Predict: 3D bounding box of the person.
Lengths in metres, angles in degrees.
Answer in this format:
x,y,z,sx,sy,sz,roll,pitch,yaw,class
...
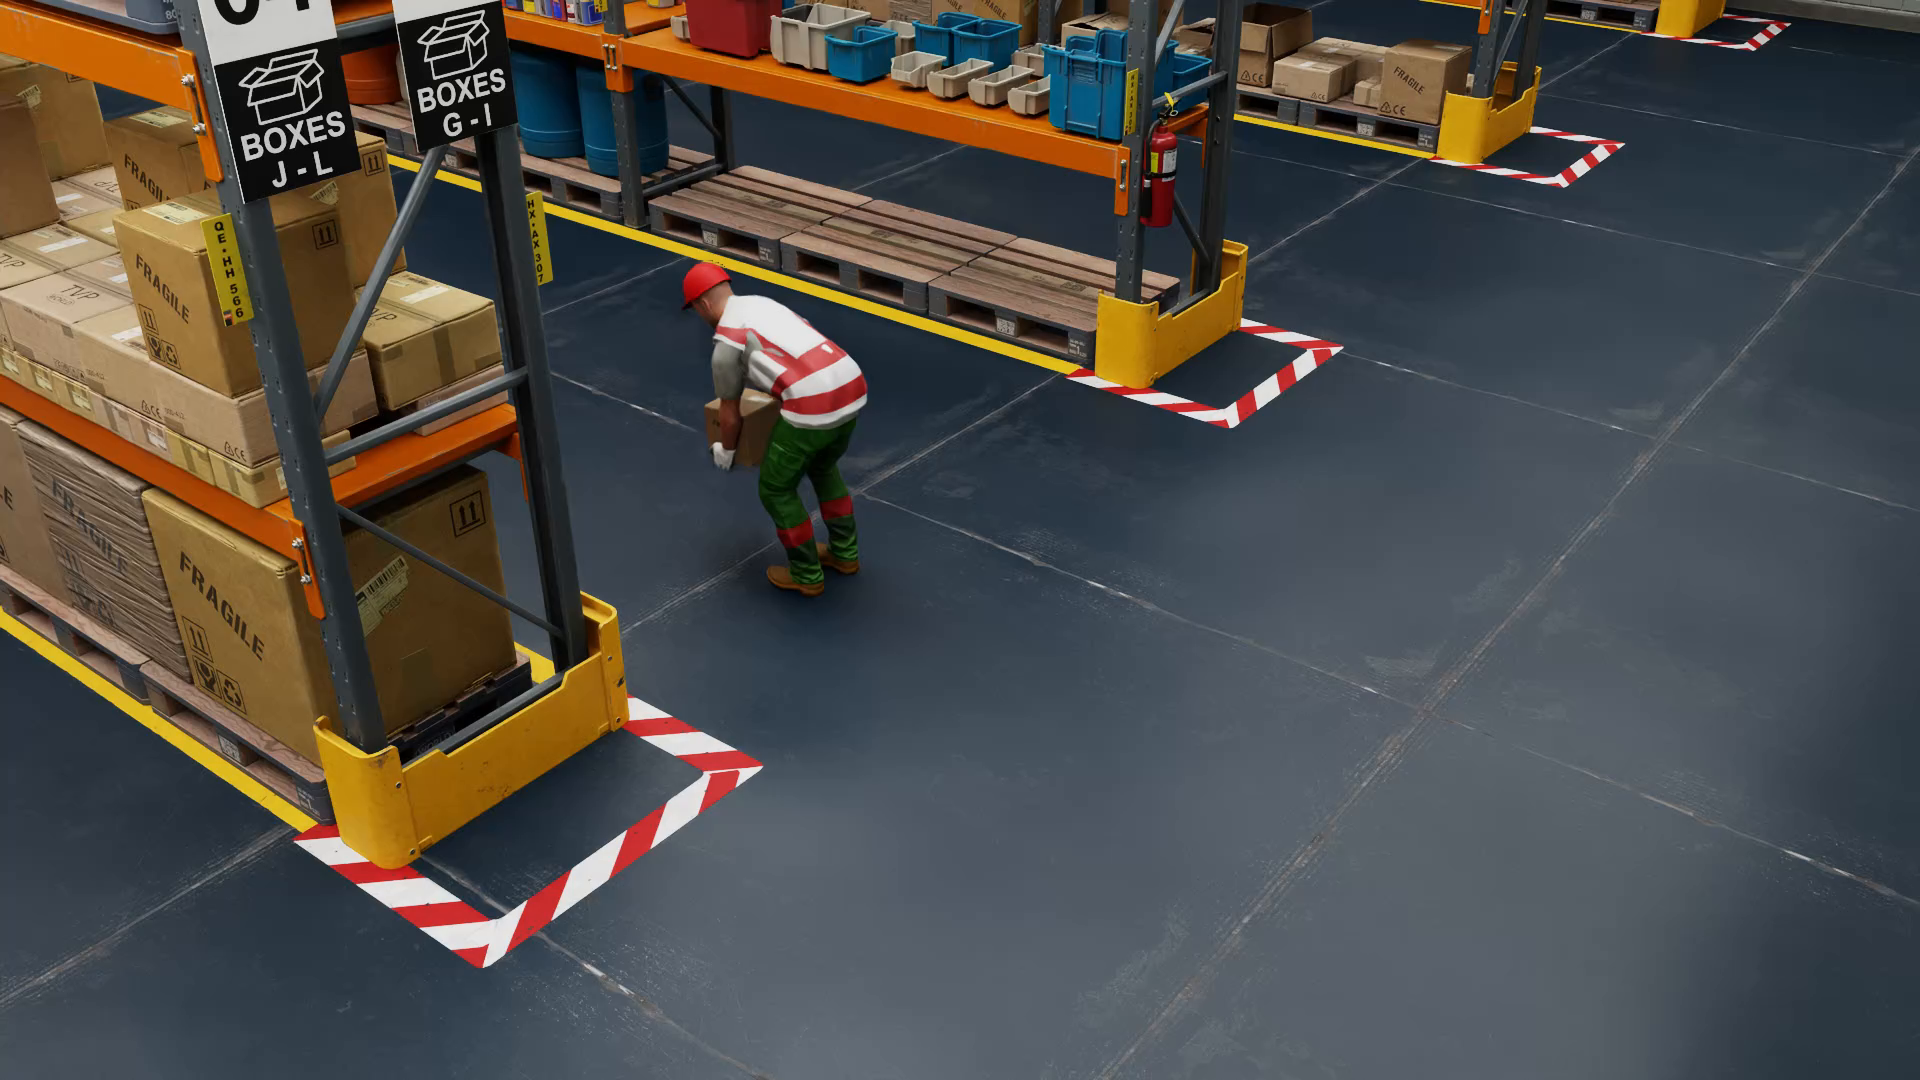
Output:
x,y,z,sx,sy,sz,roll,pitch,yaw,class
-0.819,-0.498,7.335,0.888,1.393,0.496,20,36,30,person
